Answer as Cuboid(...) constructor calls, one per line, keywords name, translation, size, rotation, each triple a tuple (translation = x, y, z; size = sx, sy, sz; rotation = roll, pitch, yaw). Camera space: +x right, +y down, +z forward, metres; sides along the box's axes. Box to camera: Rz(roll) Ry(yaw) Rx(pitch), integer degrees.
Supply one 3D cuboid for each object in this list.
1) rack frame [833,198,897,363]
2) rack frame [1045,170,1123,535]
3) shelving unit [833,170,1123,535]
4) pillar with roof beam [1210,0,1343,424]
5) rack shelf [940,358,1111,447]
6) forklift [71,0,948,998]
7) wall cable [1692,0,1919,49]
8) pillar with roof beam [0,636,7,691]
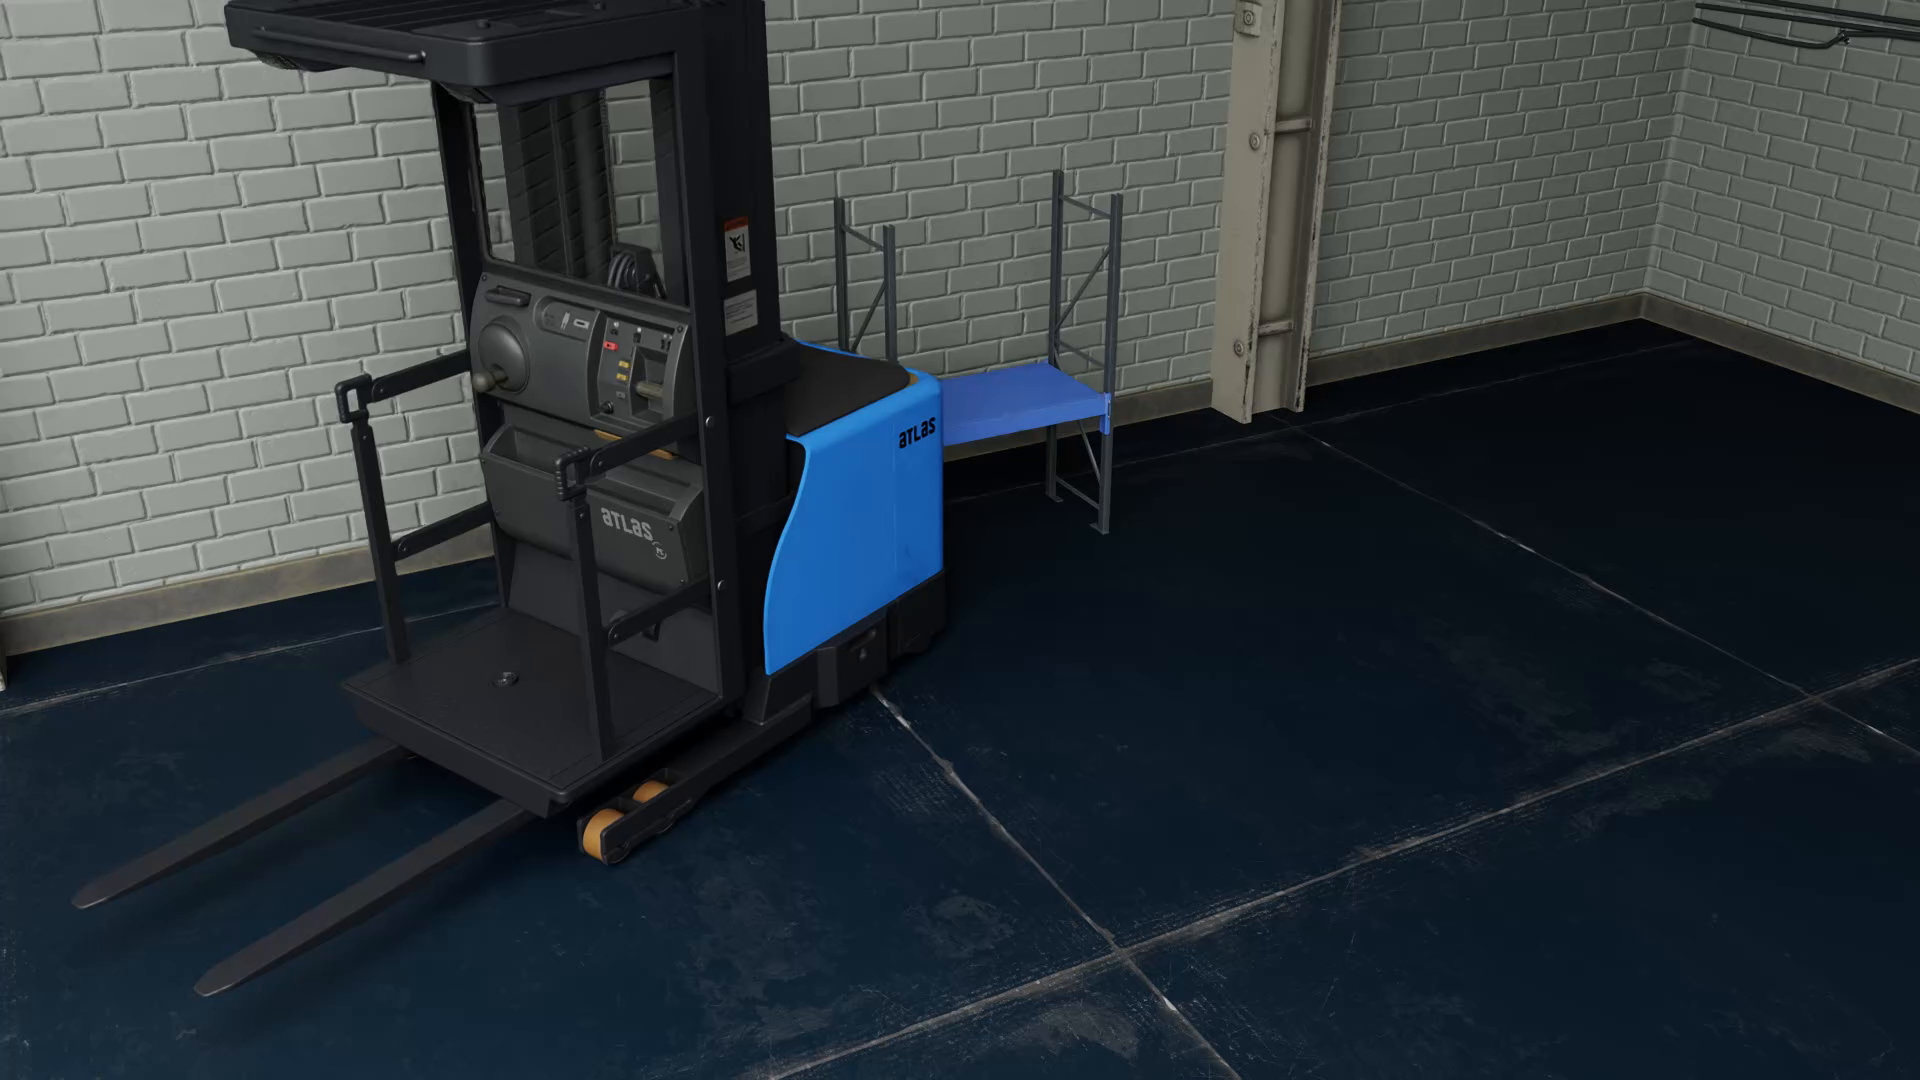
Cuboid(name="rack frame", translation=(-0.373, -0.590, 6.746), size=(0.032, 1.500, 0.500), rotation=(-13, 29, -25))
Cuboid(name="rack frame", translation=(0.524, -0.797, 7.177), size=(0.032, 1.500, 0.500), rotation=(-13, 29, -25))
Cuboid(name="shelving unit", translation=(0.075, -0.693, 6.962), size=(1.048, 1.500, 0.538), rotation=(-13, 29, -25))
Cuboid(name="pillar with roof beam", translation=(3.572, -3.105, 3.319), size=(0.400, 9.000, 9.100), rotation=(-13, 29, -25))
Cuboid(name="rack shelf", translation=(0.075, -0.531, 7.039), size=(1.000, 0.185, 0.538), rotation=(-13, 29, -25))
Cuboid(name="forklift", translation=(-1.321, -0.557, 5.024), size=(1.130, 2.935, 3.031), rotation=(18, 31, 32))
Cuboid(name="wall cable", translation=(4.768, -3.444, 7.613), size=(0.112, 2.526, 3.097), rotation=(-13, 29, -25))
Cuboid(name="pillar with roof beam", translation=(-1.722, -1.882, 0.774), size=(0.400, 9.000, 9.100), rotation=(-13, 29, -25))
